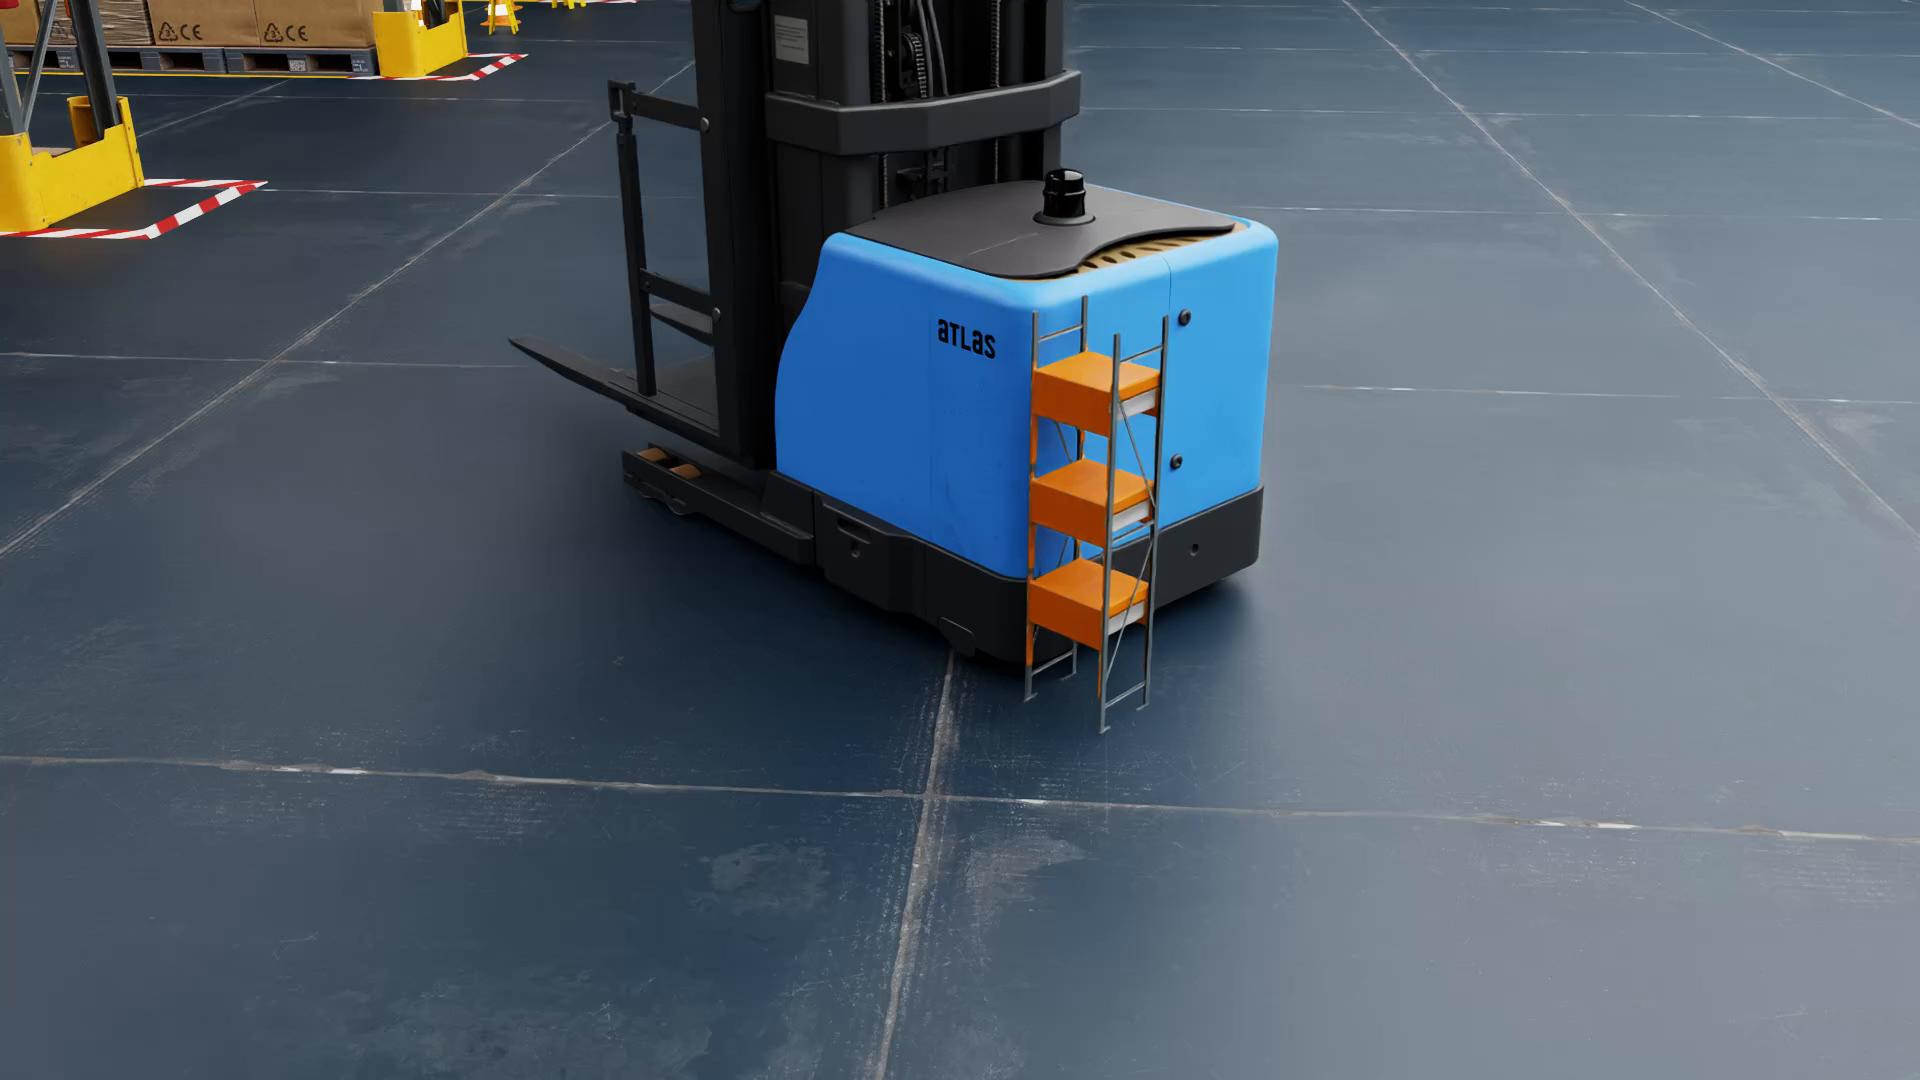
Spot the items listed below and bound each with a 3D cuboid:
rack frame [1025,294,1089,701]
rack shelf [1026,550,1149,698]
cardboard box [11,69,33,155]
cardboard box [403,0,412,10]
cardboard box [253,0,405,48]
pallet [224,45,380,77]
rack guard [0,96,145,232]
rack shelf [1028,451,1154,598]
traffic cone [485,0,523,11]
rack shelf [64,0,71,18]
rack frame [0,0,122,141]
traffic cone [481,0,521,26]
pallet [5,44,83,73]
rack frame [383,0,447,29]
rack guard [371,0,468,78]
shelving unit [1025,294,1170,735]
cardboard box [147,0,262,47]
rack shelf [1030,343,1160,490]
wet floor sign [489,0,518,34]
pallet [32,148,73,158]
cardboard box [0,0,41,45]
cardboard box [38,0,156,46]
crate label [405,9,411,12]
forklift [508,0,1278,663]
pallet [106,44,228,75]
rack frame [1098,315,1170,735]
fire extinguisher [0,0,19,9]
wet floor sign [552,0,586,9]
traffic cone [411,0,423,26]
[{"bbox_3d":[0.240,-0.087,4.184,0.008,1.050,0.200,22,32,39],"label":"rack frame"},{"bbox_3d":[0.329,0.210,4.229,0.240,0.259,0.215,22,32,39],"label":"rack shelf"},{"bbox_3d":[-5.559,-2.316,9.183,0.500,0.500,0.500,6,25,14],"label":"cardboard box"},{"bbox_3d":[-5.640,-5.269,16.523,0.250,0.149,0.380,16,29,31],"label":"cardboard box"},{"bbox_3d":[-5.138,-4.518,13.519,0.875,0.875,0.875,2,25,4],"label":"cardboard box"},{"bbox_3d":[-5.260,-4.024,13.743,1.213,0.211,1.003,2,25,4],"label":"pallet"},{"bbox_3d":[-5.013,-2.101,9.218,0.348,0.500,1.175,2,25,4],"label":"rack guard"},{"bbox_3d":[0.329,-0.043,4.112,0.240,0.259,0.215,22,32,39],"label":"rack shelf"},{"bbox_3d":[-4.707,-5.688,17.058,0.334,0.463,0.336,2,25,4],"label":"traffic cone"},{"bbox_3d":[-6.932,-2.971,8.979,4.000,0.370,1.077,2,25,4],"label":"rack shelf"},{"bbox_3d":[-4.938,-3.234,8.690,0.127,3.000,1.000,2,25,4],"label":"rack frame"},{"bbox_3d":[-4.453,-5.214,16.029,0.334,0.463,0.336,2,25,4],"label":"traffic cone"},{"bbox_3d":[-7.693,-4.102,13.913,1.213,0.211,1.003,2,25,4],"label":"pallet"},{"bbox_3d":[-4.457,-5.298,13.175,0.127,3.000,1.000,2,25,4],"label":"rack frame"},{"bbox_3d":[-4.433,-4.162,13.696,0.348,0.500,1.175,2,25,4],"label":"rack guard"},{"bbox_3d":[0.329,-0.052,4.108,0.252,1.050,0.215,22,32,39],"label":"shelving unit"},{"bbox_3d":[-6.016,-4.545,13.578,0.875,0.875,0.875,1,25,3],"label":"cardboard box"},{"bbox_3d":[0.329,-0.301,3.994,0.240,0.259,0.215,22,32,39],"label":"rack shelf"},{"bbox_3d":[-4.277,-5.053,15.459,0.232,0.644,0.267,-2,25,-5],"label":"wet floor sign"},{"bbox_3d":[-5.821,-2.010,9.366,1.213,0.211,1.003,2,25,4],"label":"pallet"},{"bbox_3d":[-7.824,-4.602,13.703,0.875,0.875,0.875,2,25,5],"label":"cardboard box"},{"bbox_3d":[-6.925,-4.575,13.644,0.875,0.875,0.875,2,25,4],"label":"cardboard box"},{"bbox_3d":[-5.241,-5.066,16.095,0.298,0.136,0.250,-11,27,-23],"label":"crate label"},{"bbox_3d":[-0.475,-1.538,5.086,1.130,2.935,3.031,-21,32,-38],"label":"forklift"},{"bbox_3d":[-6.474,-4.064,13.830,1.213,0.211,1.003,2,25,4],"label":"pallet"},{"bbox_3d":[0.418,-0.017,4.032,0.008,1.050,0.200,22,32,39],"label":"rack frame"},{"bbox_3d":[-4.859,-3.003,8.281,0.183,0.674,0.296,2,25,4],"label":"fire extinguisher"},{"bbox_3d":[-4.072,-5.843,17.176,0.232,0.644,0.267,11,27,22],"label":"wet floor sign"},{"bbox_3d":[-4.878,-4.754,15.029,0.334,0.463,0.336,2,25,4],"label":"traffic cone"}]
